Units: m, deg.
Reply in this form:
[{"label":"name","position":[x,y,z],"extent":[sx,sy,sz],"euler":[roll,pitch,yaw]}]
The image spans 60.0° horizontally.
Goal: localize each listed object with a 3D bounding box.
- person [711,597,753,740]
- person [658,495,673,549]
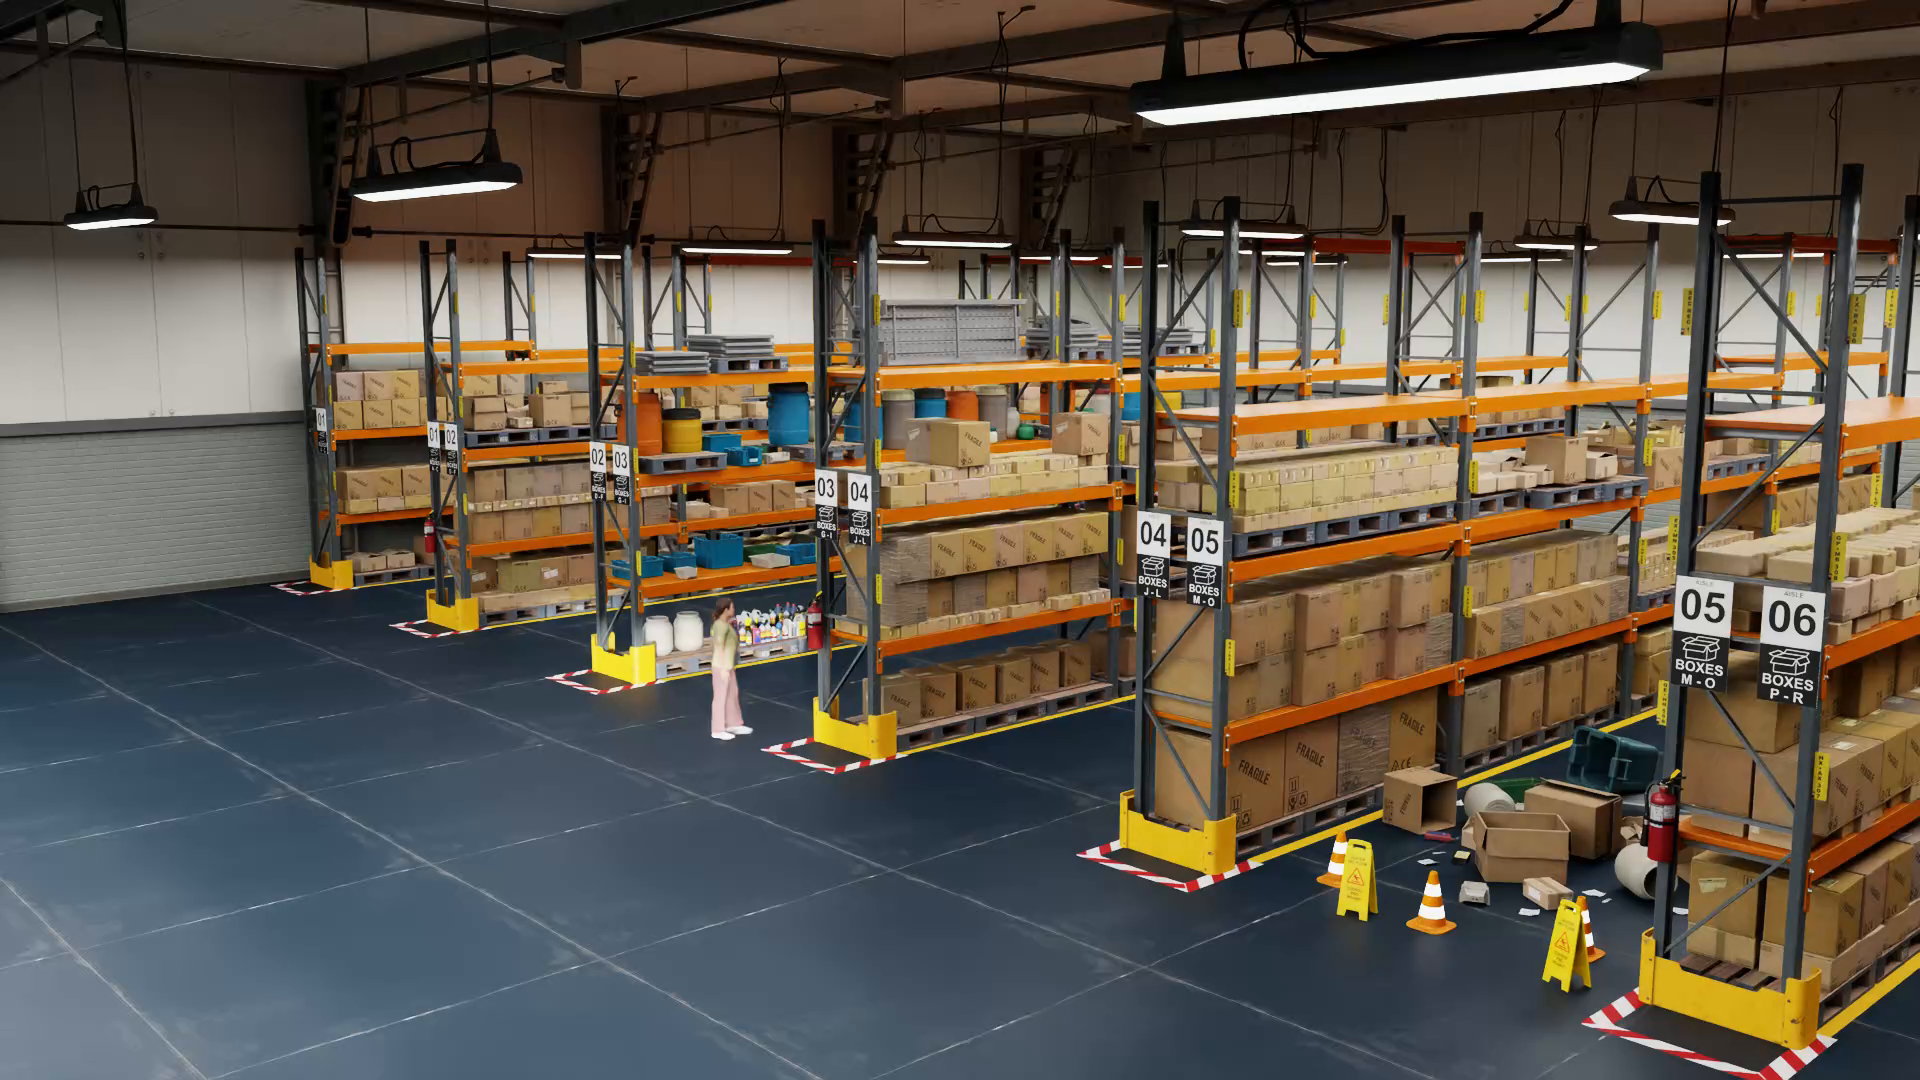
[{"label":"person","position":[-2.700,1.505,19.510],"extent":[0.472,1.683,0.544],"euler":[-1,8,-5]},{"label":"person","position":[-5.881,-0.442,32.644],"extent":[0.655,1.665,0.456],"euler":[3,9,17]}]
